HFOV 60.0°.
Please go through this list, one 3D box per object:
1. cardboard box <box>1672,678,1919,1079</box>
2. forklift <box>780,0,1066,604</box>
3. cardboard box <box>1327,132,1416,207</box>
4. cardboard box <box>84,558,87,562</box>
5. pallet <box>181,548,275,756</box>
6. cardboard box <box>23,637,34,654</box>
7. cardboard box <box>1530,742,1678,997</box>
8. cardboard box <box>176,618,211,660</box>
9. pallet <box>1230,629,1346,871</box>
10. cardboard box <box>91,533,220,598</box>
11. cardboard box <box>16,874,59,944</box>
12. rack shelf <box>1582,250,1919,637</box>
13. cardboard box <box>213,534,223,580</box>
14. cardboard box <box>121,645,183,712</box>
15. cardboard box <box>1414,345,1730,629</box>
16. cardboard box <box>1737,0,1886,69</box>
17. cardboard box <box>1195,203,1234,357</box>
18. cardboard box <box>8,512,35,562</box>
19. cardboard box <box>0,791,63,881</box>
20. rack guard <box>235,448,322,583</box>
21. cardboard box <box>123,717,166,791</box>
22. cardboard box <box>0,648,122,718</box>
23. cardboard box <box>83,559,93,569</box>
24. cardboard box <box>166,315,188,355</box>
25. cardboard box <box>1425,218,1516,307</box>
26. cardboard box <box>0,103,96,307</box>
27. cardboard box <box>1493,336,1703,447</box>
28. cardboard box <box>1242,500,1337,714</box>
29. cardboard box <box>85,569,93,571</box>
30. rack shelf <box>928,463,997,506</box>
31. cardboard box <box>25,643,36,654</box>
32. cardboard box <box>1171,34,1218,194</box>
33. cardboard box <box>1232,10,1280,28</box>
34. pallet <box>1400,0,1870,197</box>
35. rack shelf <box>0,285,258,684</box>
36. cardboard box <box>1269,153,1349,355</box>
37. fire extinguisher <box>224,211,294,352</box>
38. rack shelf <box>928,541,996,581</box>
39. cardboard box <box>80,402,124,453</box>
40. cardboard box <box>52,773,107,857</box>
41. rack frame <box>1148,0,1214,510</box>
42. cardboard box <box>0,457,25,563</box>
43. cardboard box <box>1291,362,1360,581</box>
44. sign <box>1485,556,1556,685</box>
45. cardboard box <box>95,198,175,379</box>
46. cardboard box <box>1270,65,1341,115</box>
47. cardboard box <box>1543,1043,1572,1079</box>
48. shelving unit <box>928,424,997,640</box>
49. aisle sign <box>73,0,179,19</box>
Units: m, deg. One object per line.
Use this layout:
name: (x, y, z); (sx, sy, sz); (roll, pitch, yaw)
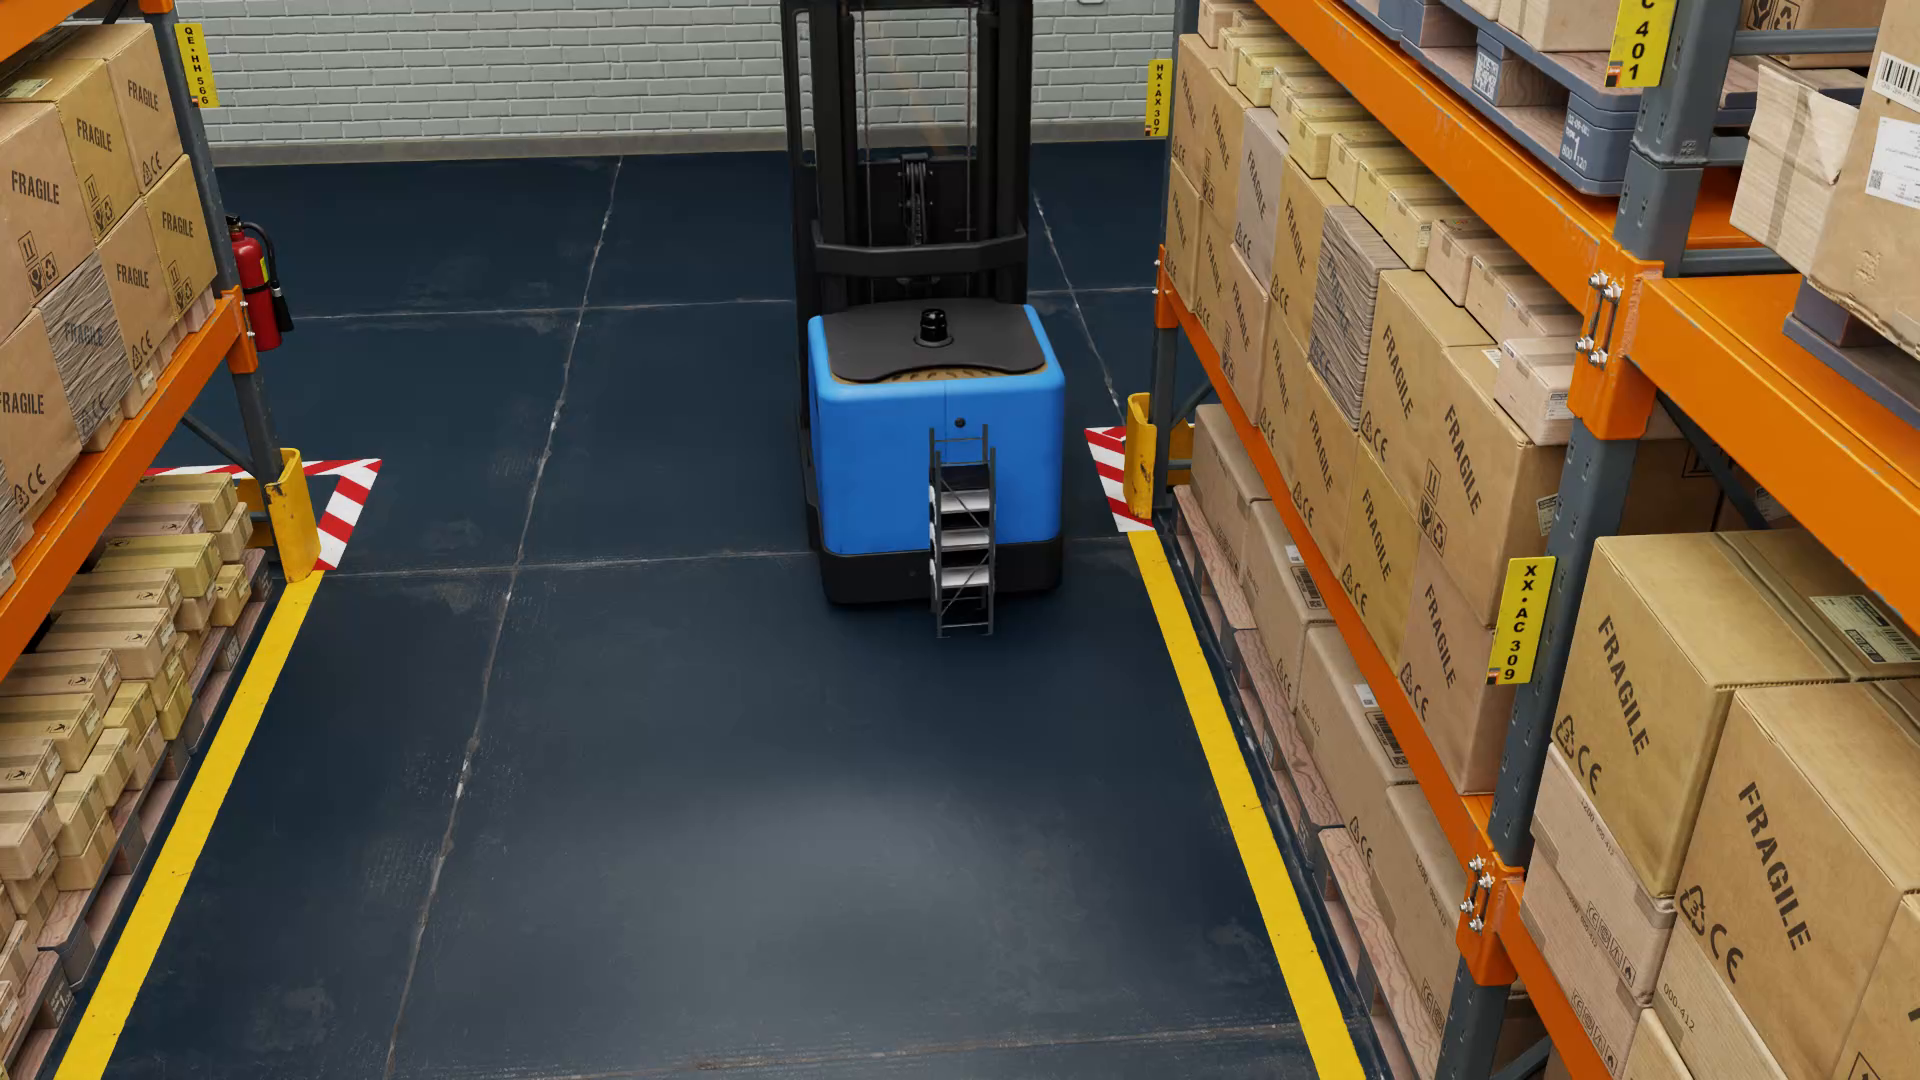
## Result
cardboard box: (1.596, 0.581, 2.780); (0.500, 0.500, 0.500); (-3, 31, -5)
forklift: (-0.262, -1.720, 7.772); (1.130, 2.935, 3.031); (-4, 31, -7)
cardboard box: (1.326, -1.117, 4.990); (0.380, 0.149, 0.250); (-3, 31, -5)
cardboard box: (-3.670, 0.010, 6.599); (0.380, 0.149, 0.250); (-2, 31, -4)
pallet: (-3.478, 0.455, 6.782); (1.003, 0.211, 1.213); (-3, 31, -5)
cardboard box: (-3.737, 0.398, 6.239); (0.380, 0.149, 0.250); (-2, 31, -3)
cardboard box: (1.527, 0.644, 3.405); (0.500, 0.250, 0.500); (-4, 31, -6)
cardboard box: (-3.206, 0.371, 6.575); (0.380, 0.149, 0.250); (-3, 31, -5)
pallet: (1.656, 0.737, 6.310); (1.003, 0.211, 1.213); (-3, 31, -5)
cardboard box: (-3.107, 0.106, 6.437); (0.380, 0.149, 0.250); (-3, 31, -6)
cardboard box: (-3.100, 1.164, 5.246); (0.380, 0.149, 0.250); (-4, 31, -7)
rack shelf: (1.953, 0.598, 1.599); (1.077, 0.370, 4.000); (-3, 31, -5)
cardboard box: (-3.222, 0.111, 6.720); (0.380, 0.149, 0.250); (-3, 31, -6)
cardboard box: (-3.081, 0.504, 6.062); (0.380, 0.149, 0.250); (-2, 31, -4)
cardboard box: (1.447, -0.144, 3.993); (0.500, 0.500, 0.500); (-3, 31, -5)
cardboard box: (1.921, -1.308, 3.485); (0.500, 0.500, 0.500); (-2, 31, -4)
cardboard box: (1.227, -1.013, 6.424); (0.500, 0.500, 0.500); (-3, 31, -5)
cardboard box: (-3.096, -0.012, 5.090); (0.380, 0.149, 0.250); (-2, 31, -3)
cardboard box: (-3.007, 0.911, 5.090); (0.380, 0.149, 0.250); (-2, 31, -4)
rack guard: (-3.519, -0.085, 7.405); (1.175, 0.500, 0.348); (-3, 31, -5)
cardboard box: (-3.078, 0.764, 5.917); (0.380, 0.149, 0.250); (-2, 31, -4)
cardboard box: (-3.152, 0.516, 5.752); (0.380, 0.149, 0.250); (-4, 31, -6)
cardboard box: (-3.733, -0.001, 6.908); (0.380, 0.149, 0.250); (-2, 31, -3)
cardboard box: (-3.228, -0.808, 6.422); (0.380, 0.149, 0.250); (-3, 31, -5)
cardboard box: (1.449, -0.732, 4.346); (0.380, 0.149, 0.250); (-3, 31, -5)
cardboard box: (-3.131, -1.052, 5.223); (0.500, 0.500, 0.500); (-1, 31, -2)
cardboard box: (1.421, -0.336, 3.683); (0.380, 0.149, 0.250); (-3, 31, -6)
cardboard box: (1.648, 0.233, 6.524); (0.875, 0.438, 0.875); (-2, 31, -3)
cardboard box: (-3.796, 0.129, 6.979); (0.380, 0.149, 0.250); (-2, 31, -4)
rack shelf: (0.008, -0.229, 6.795); (0.258, 0.077, 0.200); (-4, 31, -7)
cardboard box: (-3.745, 0.521, 6.323); (0.380, 0.149, 0.250); (-2, 31, -4)
cardboard box: (1.154, -1.699, 6.597); (0.500, 0.500, 0.500); (-3, 31, -6)
cardboard box: (1.246, -1.912, 6.320); (0.380, 0.149, 0.250); (-2, 31, -3)
pallet: (1.700, -1.112, 3.847); (1.003, 0.211, 1.213); (-3, 31, -5)
rack shelf: (-3.339, 0.133, 5.304); (1.077, 0.370, 4.000); (-3, 31, -5)
cardboard box: (1.313, -0.919, 5.291); (0.500, 0.500, 0.500); (-3, 31, -4)
fire extinguisher: (-3.090, -1.155, 7.197); (0.296, 0.674, 0.183); (-3, 31, -5)
rack shelf: (0.008, 0.080, 6.979); (0.258, 0.077, 0.200); (-4, 31, -7)
cardboard box: (-3.148, -0.415, 5.765); (0.380, 0.149, 0.250); (-4, 31, -7)
cardboard box: (-3.025, 0.902, 5.396); (0.380, 0.149, 0.250); (-3, 31, -5)
rack frame: (1.393, -1.486, 7.313); (1.000, 3.000, 0.127); (-3, 31, -5)
cardboard box: (-3.012, -0.102, 4.608); (0.500, 0.500, 0.500); (-3, 31, -6)
cardboard box: (1.353, -0.230, 5.112); (0.500, 0.500, 0.500); (-3, 31, -5)
sign: (1.214, 0.178, 3.605); (0.100, 0.325, 0.005); (-3, 31, -5)
cardboard box: (-3.185, -0.888, 5.923); (0.500, 0.500, 0.500); (-3, 31, -5)
cardboard box: (1.275, -1.508, 5.645); (0.380, 0.149, 0.250); (-2, 31, -4)
cardboard box: (1.904, 1.601, 3.807); (0.875, 0.875, 0.875); (-2, 31, -3)
shelving unit: (0.008, -0.026, 6.916); (0.258, 0.900, 0.210); (-4, 31, -7)
aisle sign: (-3.234, -2.365, 6.249); (0.394, 0.787, 0.004); (-3, 31, -5)
